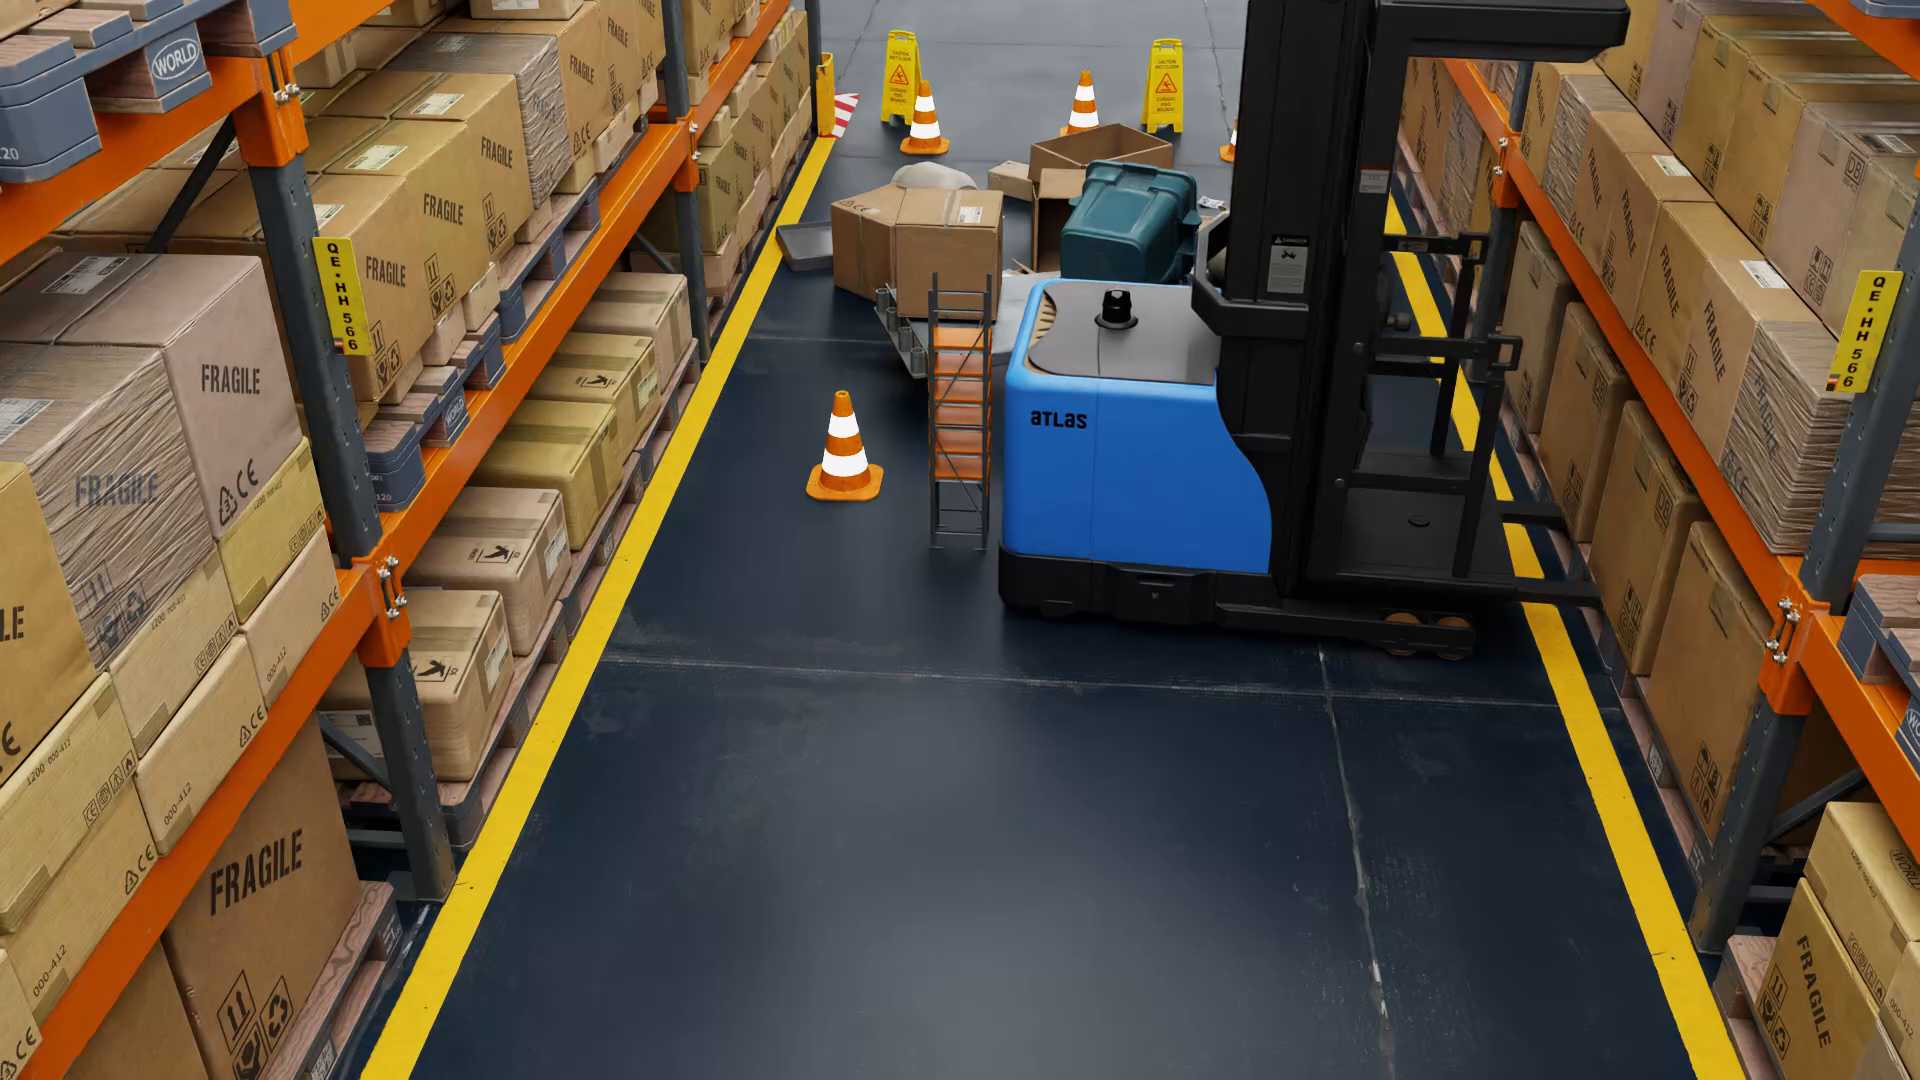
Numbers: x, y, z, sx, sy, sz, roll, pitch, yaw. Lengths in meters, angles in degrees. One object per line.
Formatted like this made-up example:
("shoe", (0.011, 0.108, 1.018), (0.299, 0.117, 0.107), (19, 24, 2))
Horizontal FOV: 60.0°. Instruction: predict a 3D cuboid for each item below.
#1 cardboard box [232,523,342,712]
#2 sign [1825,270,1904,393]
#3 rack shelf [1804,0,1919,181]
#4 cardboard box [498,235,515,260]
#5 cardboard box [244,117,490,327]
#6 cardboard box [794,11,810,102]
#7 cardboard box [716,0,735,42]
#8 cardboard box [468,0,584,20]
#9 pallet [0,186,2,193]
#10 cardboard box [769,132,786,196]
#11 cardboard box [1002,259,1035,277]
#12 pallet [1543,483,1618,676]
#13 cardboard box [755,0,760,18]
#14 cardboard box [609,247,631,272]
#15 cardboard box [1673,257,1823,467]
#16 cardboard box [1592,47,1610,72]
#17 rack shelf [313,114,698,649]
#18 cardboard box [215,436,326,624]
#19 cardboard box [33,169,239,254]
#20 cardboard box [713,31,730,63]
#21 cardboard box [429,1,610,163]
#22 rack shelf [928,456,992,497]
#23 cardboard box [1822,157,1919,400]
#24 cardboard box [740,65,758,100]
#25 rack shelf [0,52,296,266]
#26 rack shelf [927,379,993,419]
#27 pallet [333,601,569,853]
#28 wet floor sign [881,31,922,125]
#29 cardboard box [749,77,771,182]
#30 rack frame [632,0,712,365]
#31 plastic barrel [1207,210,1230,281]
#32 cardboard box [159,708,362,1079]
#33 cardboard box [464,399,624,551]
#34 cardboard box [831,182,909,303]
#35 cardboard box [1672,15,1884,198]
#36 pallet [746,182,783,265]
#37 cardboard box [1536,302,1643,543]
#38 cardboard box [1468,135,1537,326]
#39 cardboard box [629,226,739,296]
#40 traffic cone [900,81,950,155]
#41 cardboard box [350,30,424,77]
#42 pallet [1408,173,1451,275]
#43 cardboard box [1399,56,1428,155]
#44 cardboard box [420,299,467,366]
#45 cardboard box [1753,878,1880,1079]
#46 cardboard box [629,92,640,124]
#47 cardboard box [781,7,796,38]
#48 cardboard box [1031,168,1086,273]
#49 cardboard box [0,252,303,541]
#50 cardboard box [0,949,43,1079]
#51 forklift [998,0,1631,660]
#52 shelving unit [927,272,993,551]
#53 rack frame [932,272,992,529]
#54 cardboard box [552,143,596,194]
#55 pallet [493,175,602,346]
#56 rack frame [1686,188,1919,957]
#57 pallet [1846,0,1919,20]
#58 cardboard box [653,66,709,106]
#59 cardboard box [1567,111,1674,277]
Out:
("cardboard box", (-1.932, 0.182, 4.238), (0.500, 0.250, 0.500), (1, 32, 2))
("sign", (2.238, -0.513, 4.121), (0.100, 0.325, 0.005), (2, 32, 4))
("rack shelf", (2.955, -2.015, 5.487), (1.077, 0.370, 4.000), (2, 32, 4))
("cardboard box", (-1.844, -1.100, 6.015), (0.380, 0.149, 0.250), (4, 32, 6))
("cardboard box", (-1.847, -1.003, 5.240), (0.500, 0.500, 0.500), (4, 32, 7))
("cardboard box", (-1.304, -3.238, 11.151), (0.500, 0.500, 0.500), (3, 32, 4))
("cardboard box", (-1.493, -2.900, 8.717), (0.500, 0.500, 0.500), (2, 32, 4))
("cardboard box", (-1.679, -2.117, 6.428), (0.380, 0.149, 0.250), (1, 32, 2))
("pallet", (-2.238, -0.430, 2.409), (1.003, 0.211, 1.213), (4, 32, 6))
("cardboard box", (-1.383, -2.370, 10.457), (0.500, 0.250, 0.500), (1, 32, 2))
("cardboard box", (0.381, -1.419, 9.300), (0.258, 0.266, 0.396), (-20, 37, -29))
("pallet", (3.033, 0.143, 6.816), (1.003, 0.211, 1.213), (2, 32, 4))
("cardboard box", (-1.373, -3.094, 9.651), (0.380, 0.149, 0.250), (2, 32, 4))
("cardboard box", (-2.044, -1.578, 9.171), (0.500, 0.250, 0.500), (4, 32, 6))
("cardboard box", (2.603, -0.549, 5.186), (0.500, 0.500, 0.500), (2, 32, 4))
("cardboard box", (3.083, -2.299, 7.072), (0.700, 0.500, 0.500), (2, 32, 3))
("rack shelf", (-1.987, -0.897, 6.532), (1.077, 0.370, 4.000), (2, 32, 4))
("cardboard box", (-1.936, -0.042, 4.126), (0.500, 0.250, 0.500), (2, 32, 4))
("cardboard box", (-2.390, -0.755, 4.837), (0.500, 0.500, 0.500), (2, 32, 3))
("cardboard box", (-1.464, -2.695, 9.004), (0.380, 0.149, 0.250), (3, 32, 5))
("cardboard box", (-1.720, -1.816, 6.559), (0.500, 0.500, 0.500), (4, 32, 6))
("rack shelf", (0.001, -0.276, 7.097), (0.258, 0.103, 0.180), (2, 32, 4))
("cardboard box", (2.838, -0.701, 4.480), (0.700, 0.500, 0.500), (2, 32, 4))
("cardboard box", (-1.378, -2.622, 9.533), (0.380, 0.149, 0.250), (4, 32, 7))
("rack shelf", (-2.313, -0.082, 2.351), (1.077, 0.370, 4.000), (2, 32, 4))
("rack shelf", (0.001, -0.583, 6.908), (0.258, 0.103, 0.180), (2, 32, 4))
("pallet", (-2.085, 0.621, 6.041), (1.003, 0.211, 1.213), (2, 32, 4))
("wet floor sign", (-0.417, -3.392, 12.139), (0.267, 0.644, 0.232), (14, 34, 21))
("cardboard box", (-1.431, -2.425, 9.831), (0.500, 0.500, 0.500), (4, 32, 7))
("rack frame", (-1.824, -2.249, 8.040), (1.000, 3.000, 0.127), (2, 32, 4))
("plastic barrel", (1.681, -1.652, 9.527), (0.512, 0.421, 0.421), (27, 41, 37))
("cardboard box", (-2.289, 0.926, 4.513), (0.875, 0.875, 0.875), (2, 32, 4))
("cardboard box", (-1.974, -0.295, 6.974), (0.950, 0.372, 0.625), (3, 32, 6))
("cardboard box", (-0.381, -1.688, 9.510), (0.500, 0.500, 0.500), (27, 41, 37))
("cardboard box", (2.959, -1.501, 5.779), (0.700, 0.500, 0.500), (2, 32, 3))
("pallet", (-1.708, -2.054, 10.382), (1.003, 0.211, 1.213), (2, 32, 4))
("cardboard box", (3.074, -0.479, 6.911), (1.050, 0.750, 0.750), (2, 32, 4))
("cardboard box", (3.239, -1.690, 8.759), (0.875, 0.875, 0.875), (3, 32, 5))
("cardboard box", (-1.507, -1.554, 9.133), (0.500, 0.250, 0.500), (1, 32, 2))
("traffic cone", (-0.248, -2.980, 11.645), (0.336, 0.463, 0.334), (2, 32, 4))
("cardboard box", (-2.273, -1.575, 6.167), (0.500, 0.500, 0.500), (1, 32, 2))
("pallet", (3.354, -1.937, 10.192), (1.003, 0.211, 1.213), (2, 32, 4))
("cardboard box", (3.454, -3.099, 11.044), (0.875, 0.875, 0.875), (3, 32, 4))
("cardboard box", (-1.813, -0.679, 5.331), (0.380, 0.149, 0.250), (0, 32, 1))
("cardboard box", (2.480, 1.246, 4.352), (0.500, 0.500, 0.500), (1, 32, 2))
("cardboard box", (-1.630, -1.903, 7.317), (0.380, 0.149, 0.250), (2, 32, 3))
("cardboard box", (-1.267, -3.319, 10.664), (0.380, 0.149, 0.250), (3, 32, 5))
("cardboard box", (0.814, -1.819, 9.593), (0.797, 0.637, 0.503), (2, 32, 4))
("cardboard box", (-1.931, -0.344, 3.901), (0.500, 0.500, 0.500), (2, 32, 3))
("cardboard box", (-2.028, 0.980, 2.943), (0.500, 0.250, 0.500), (2, 32, 3))
("forklift", (1.718, -1.080, 6.208), (3.031, 2.935, 1.130), (5, 32, 7))
("shelving unit", (0.001, -0.518, 6.947), (0.258, 1.200, 0.189), (2, 32, 4))
("rack frame", (0.009, -0.566, 7.025), (0.240, 1.200, 0.006), (2, 32, 4))
("cardboard box", (-1.688, -1.507, 6.675), (0.380, 0.149, 0.250), (2, 32, 4))
("pallet", (-2.030, -1.112, 6.379), (1.003, 0.211, 1.213), (2, 32, 4))
("rack frame", (2.792, 0.001, 4.389), (1.000, 3.000, 0.127), (2, 32, 4))
("pallet", (2.791, -1.534, 4.201), (1.213, 0.211, 1.003), (4, 32, 6))
("cardboard box", (-1.479, -2.293, 8.351), (0.380, 0.149, 0.250), (2, 32, 4))
("cardboard box", (2.723, -1.344, 6.476), (0.500, 0.500, 0.500), (2, 32, 4))
